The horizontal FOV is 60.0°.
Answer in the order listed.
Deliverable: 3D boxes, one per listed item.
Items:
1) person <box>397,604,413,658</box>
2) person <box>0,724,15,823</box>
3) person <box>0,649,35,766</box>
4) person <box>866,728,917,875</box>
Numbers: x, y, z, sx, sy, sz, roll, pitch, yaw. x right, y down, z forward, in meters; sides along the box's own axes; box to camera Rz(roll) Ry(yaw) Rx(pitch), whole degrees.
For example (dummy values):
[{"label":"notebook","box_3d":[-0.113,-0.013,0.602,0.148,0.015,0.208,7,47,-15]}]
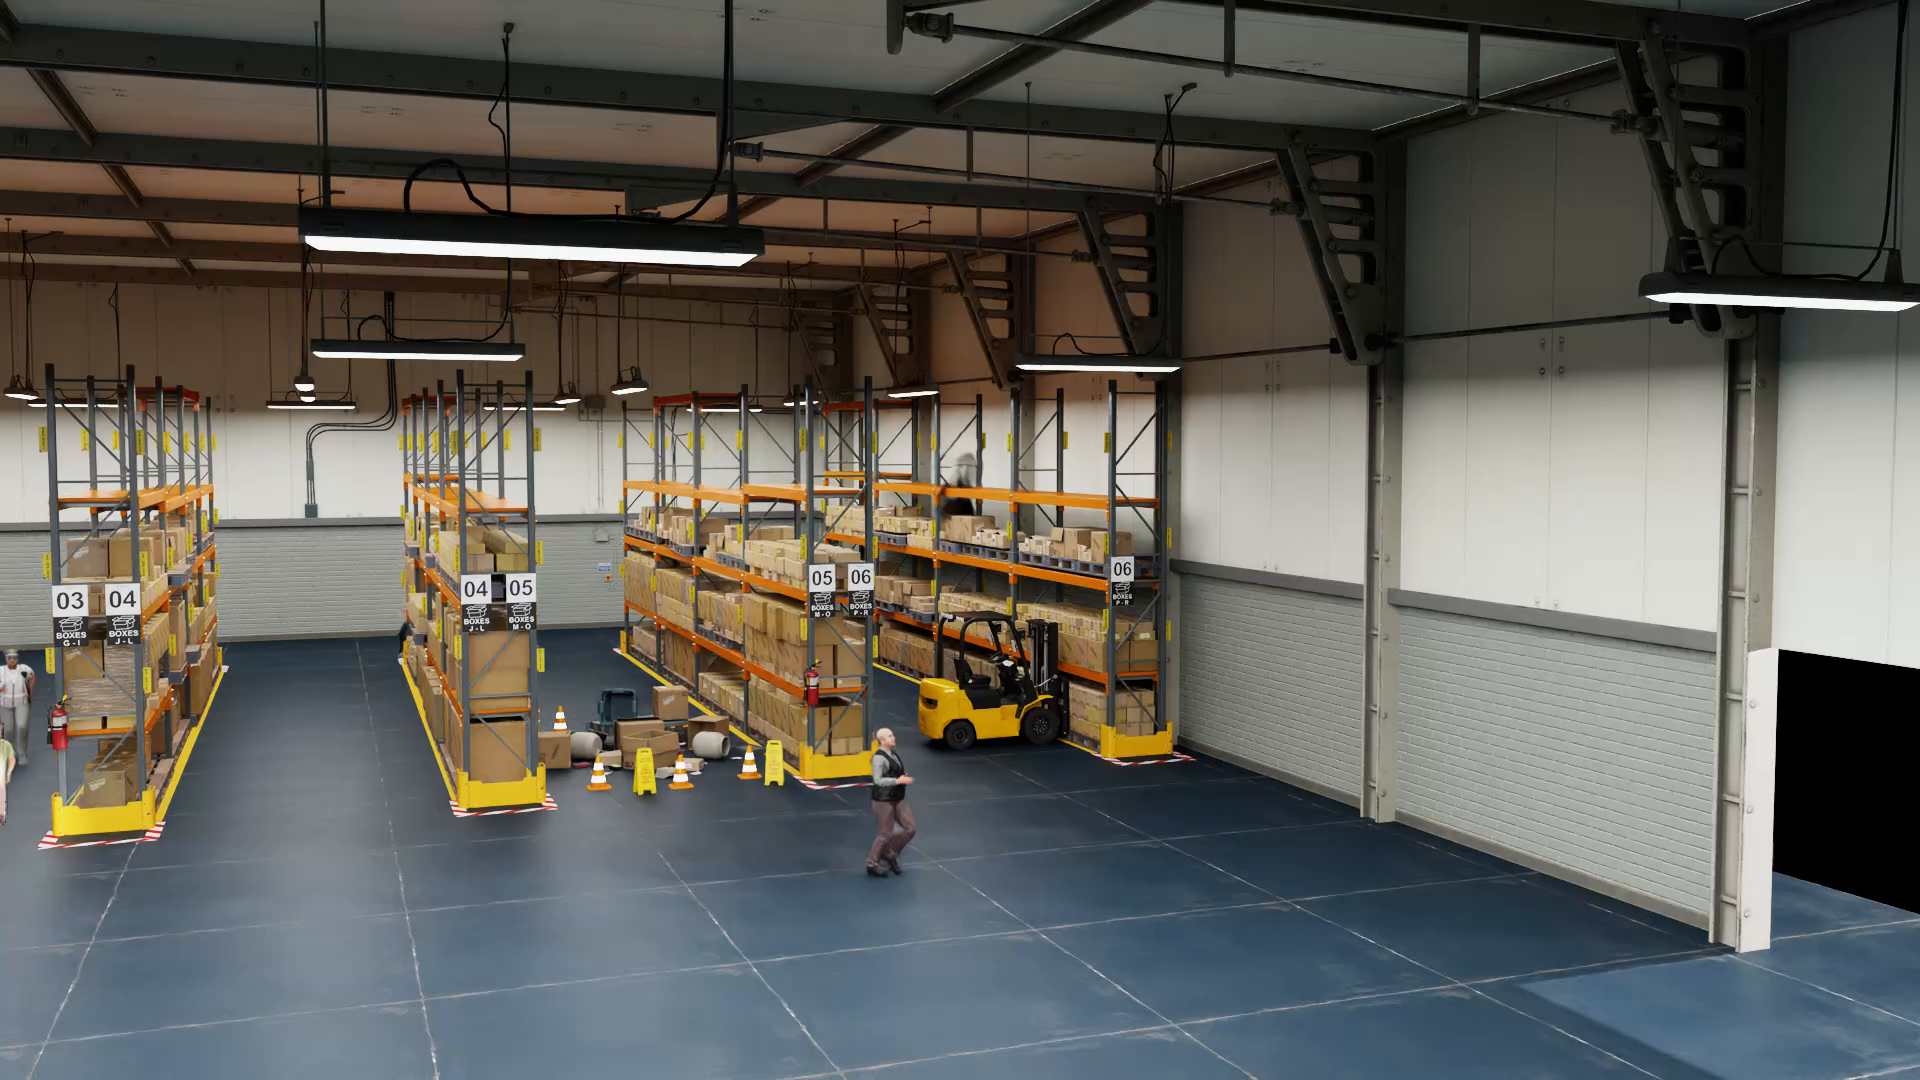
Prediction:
[{"label":"person","box_3d":[-12.755,1.968,38.752,0.670,1.609,0.526,-3,4,-41]},{"label":"person","box_3d":[-11.880,3.011,20.396,0.589,1.618,0.606,3,4,41]},{"label":"person","box_3d":[-14.813,2.605,26.018,0.603,1.828,0.866,-2,4,-27]},{"label":"person","box_3d":[-0.778,3.031,19.184,0.658,1.728,0.641,2,4,24]}]
